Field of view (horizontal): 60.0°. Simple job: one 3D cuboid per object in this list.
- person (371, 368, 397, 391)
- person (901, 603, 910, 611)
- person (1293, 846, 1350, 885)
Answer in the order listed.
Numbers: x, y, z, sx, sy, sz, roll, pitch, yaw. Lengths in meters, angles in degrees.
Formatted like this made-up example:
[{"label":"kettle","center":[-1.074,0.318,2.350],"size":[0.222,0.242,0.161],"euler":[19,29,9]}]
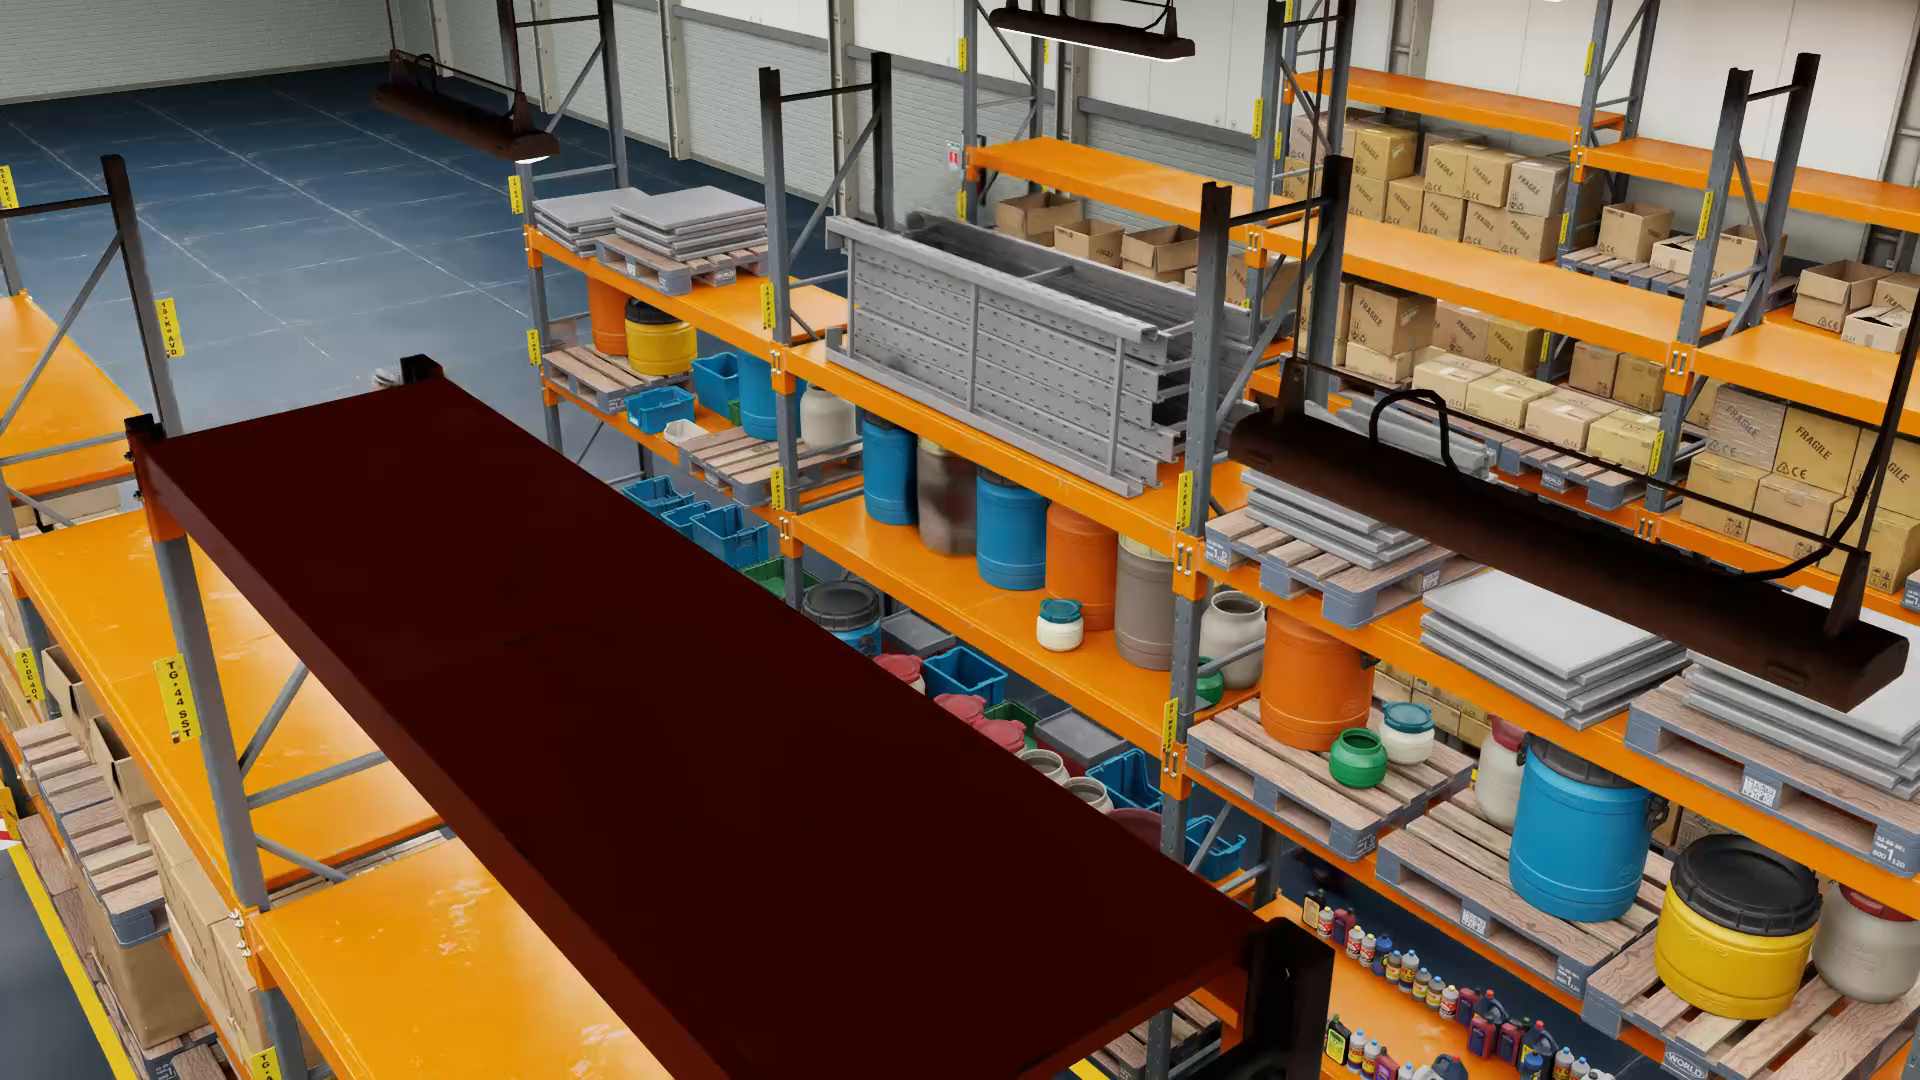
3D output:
[{"label":"person","center":[-6.409,-1.146,18.717],"size":[0.766,1.662,0.625],"euler":[-6,27,-12]},{"label":"person","center":[-0.387,0.629,15.146],"size":[0.515,1.604,0.625],"euler":[-21,33,-36]},{"label":"person","center":[2.729,1.852,12.599],"size":[0.720,1.685,0.576],"euler":[20,32,35]}]
